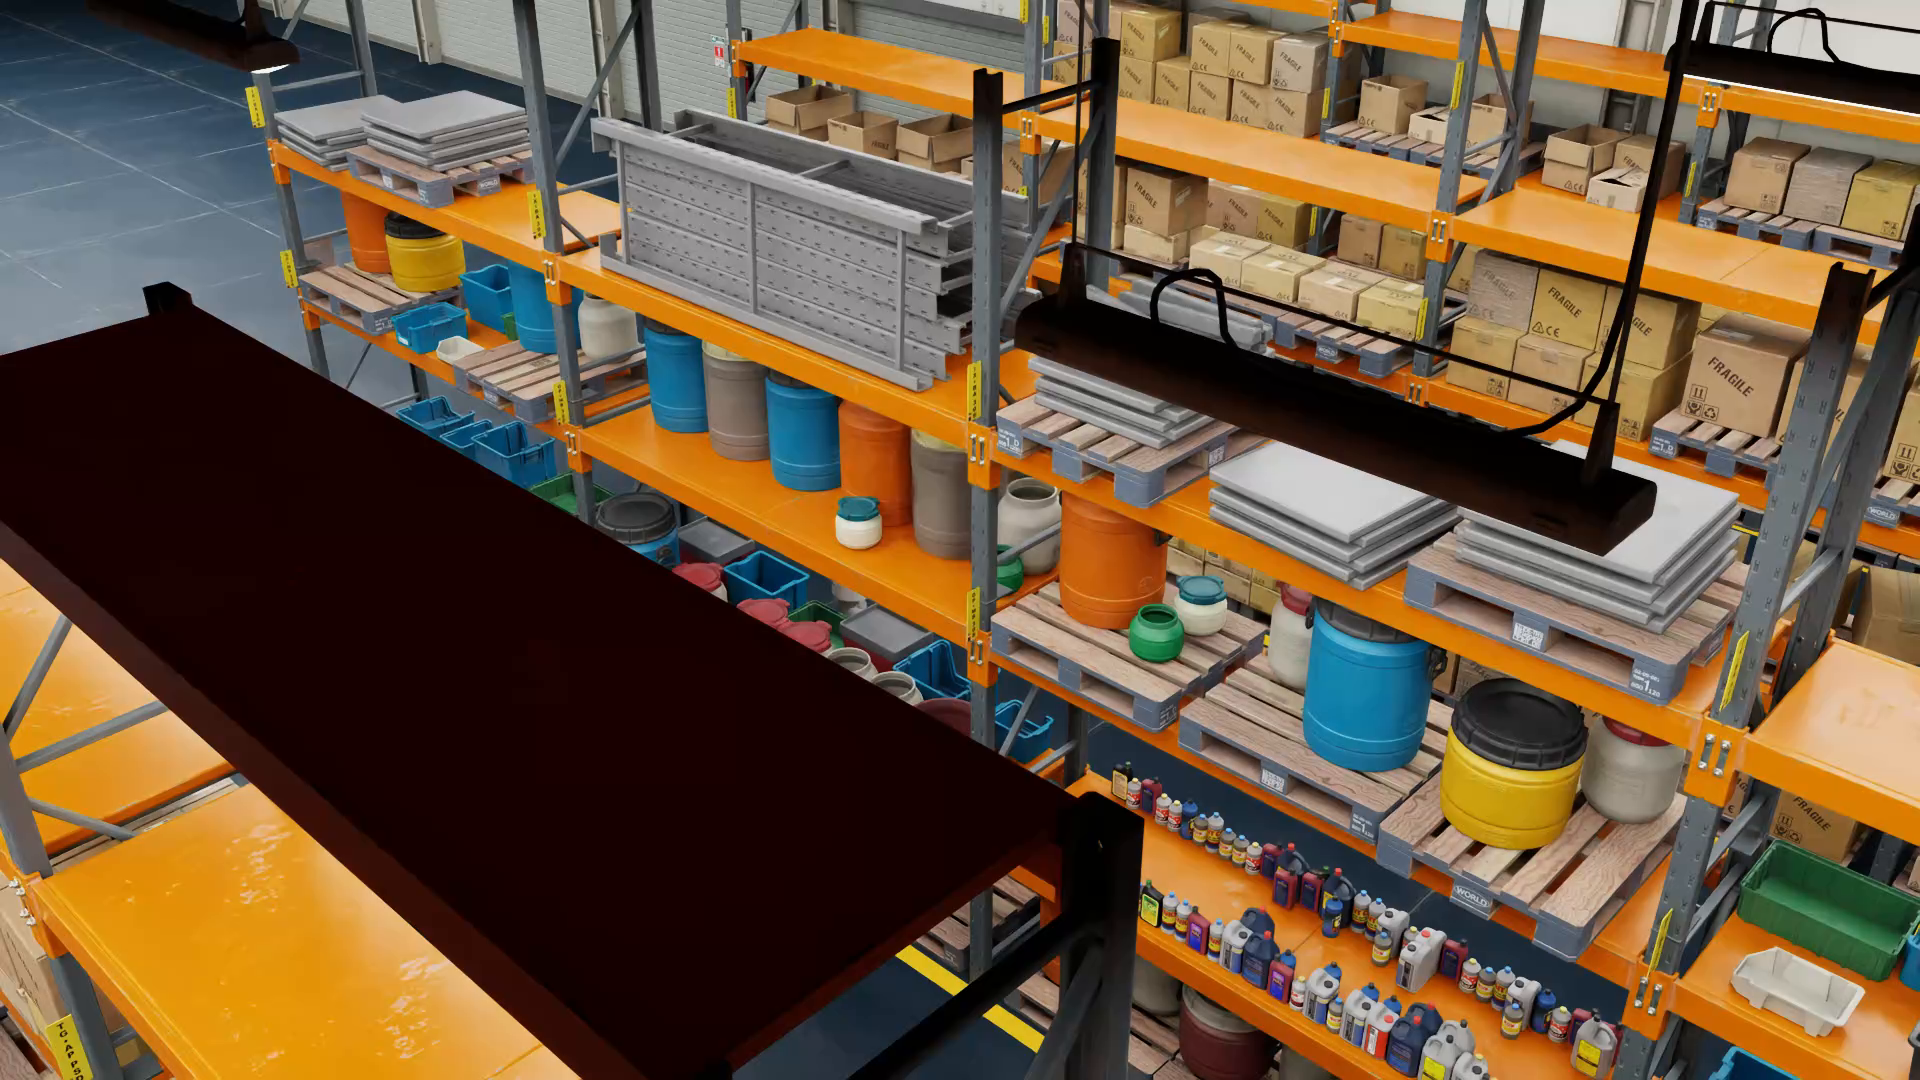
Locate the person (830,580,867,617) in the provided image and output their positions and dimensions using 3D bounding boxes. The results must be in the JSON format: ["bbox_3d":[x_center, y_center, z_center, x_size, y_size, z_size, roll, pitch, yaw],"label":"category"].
[{"bbox_3d":[-0.817,0.264,14.100,0.706,1.664,0.674,12,32,21],"label":"person"}]
